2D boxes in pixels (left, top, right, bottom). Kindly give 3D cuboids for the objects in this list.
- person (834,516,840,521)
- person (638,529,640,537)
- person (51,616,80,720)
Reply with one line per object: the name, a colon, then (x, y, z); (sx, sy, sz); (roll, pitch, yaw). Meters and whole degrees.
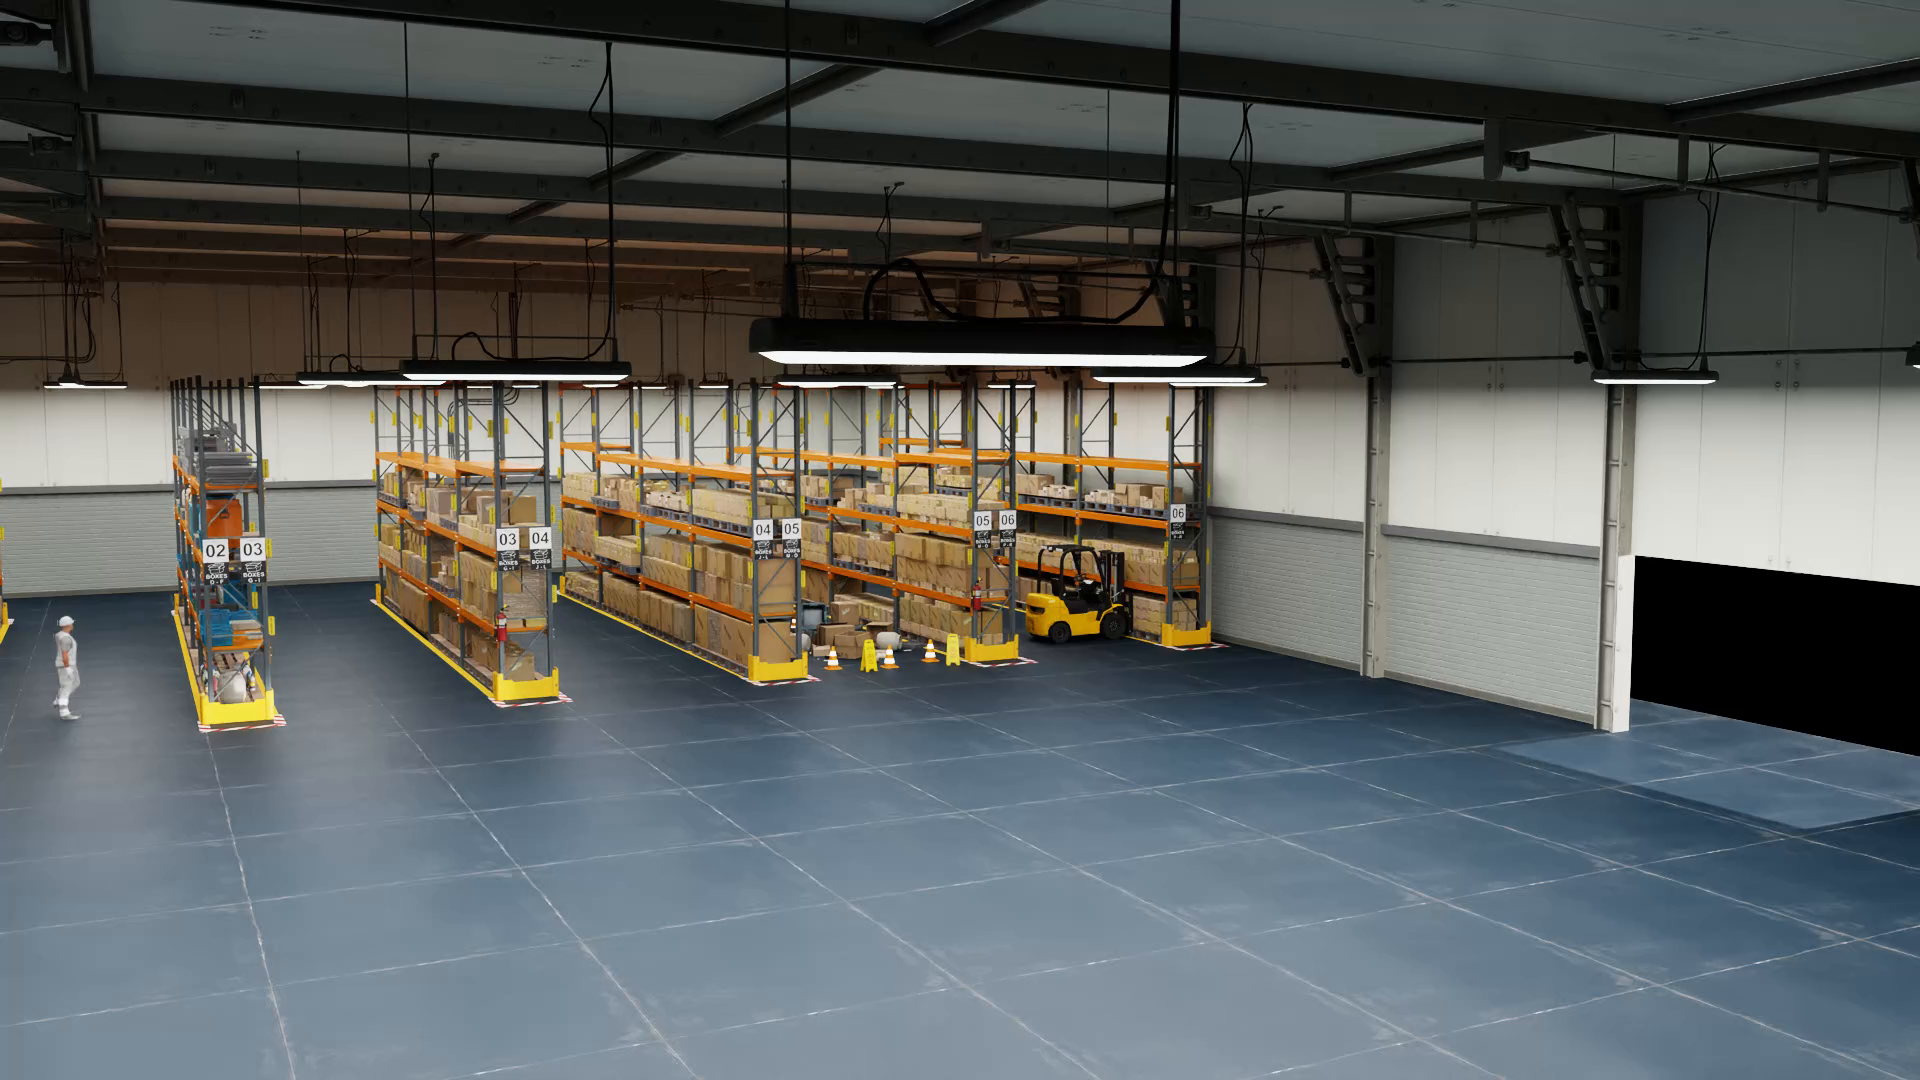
person: (-3.591, 0.184, 48.813); (0.655, 1.783, 0.440); (4, 6, 37)
person: (-9.478, 0.535, 49.201); (0.543, 1.709, 0.371); (-1, 5, -6)
person: (-15.734, 2.229, 29.161); (0.468, 1.788, 0.685); (-2, 5, -20)
